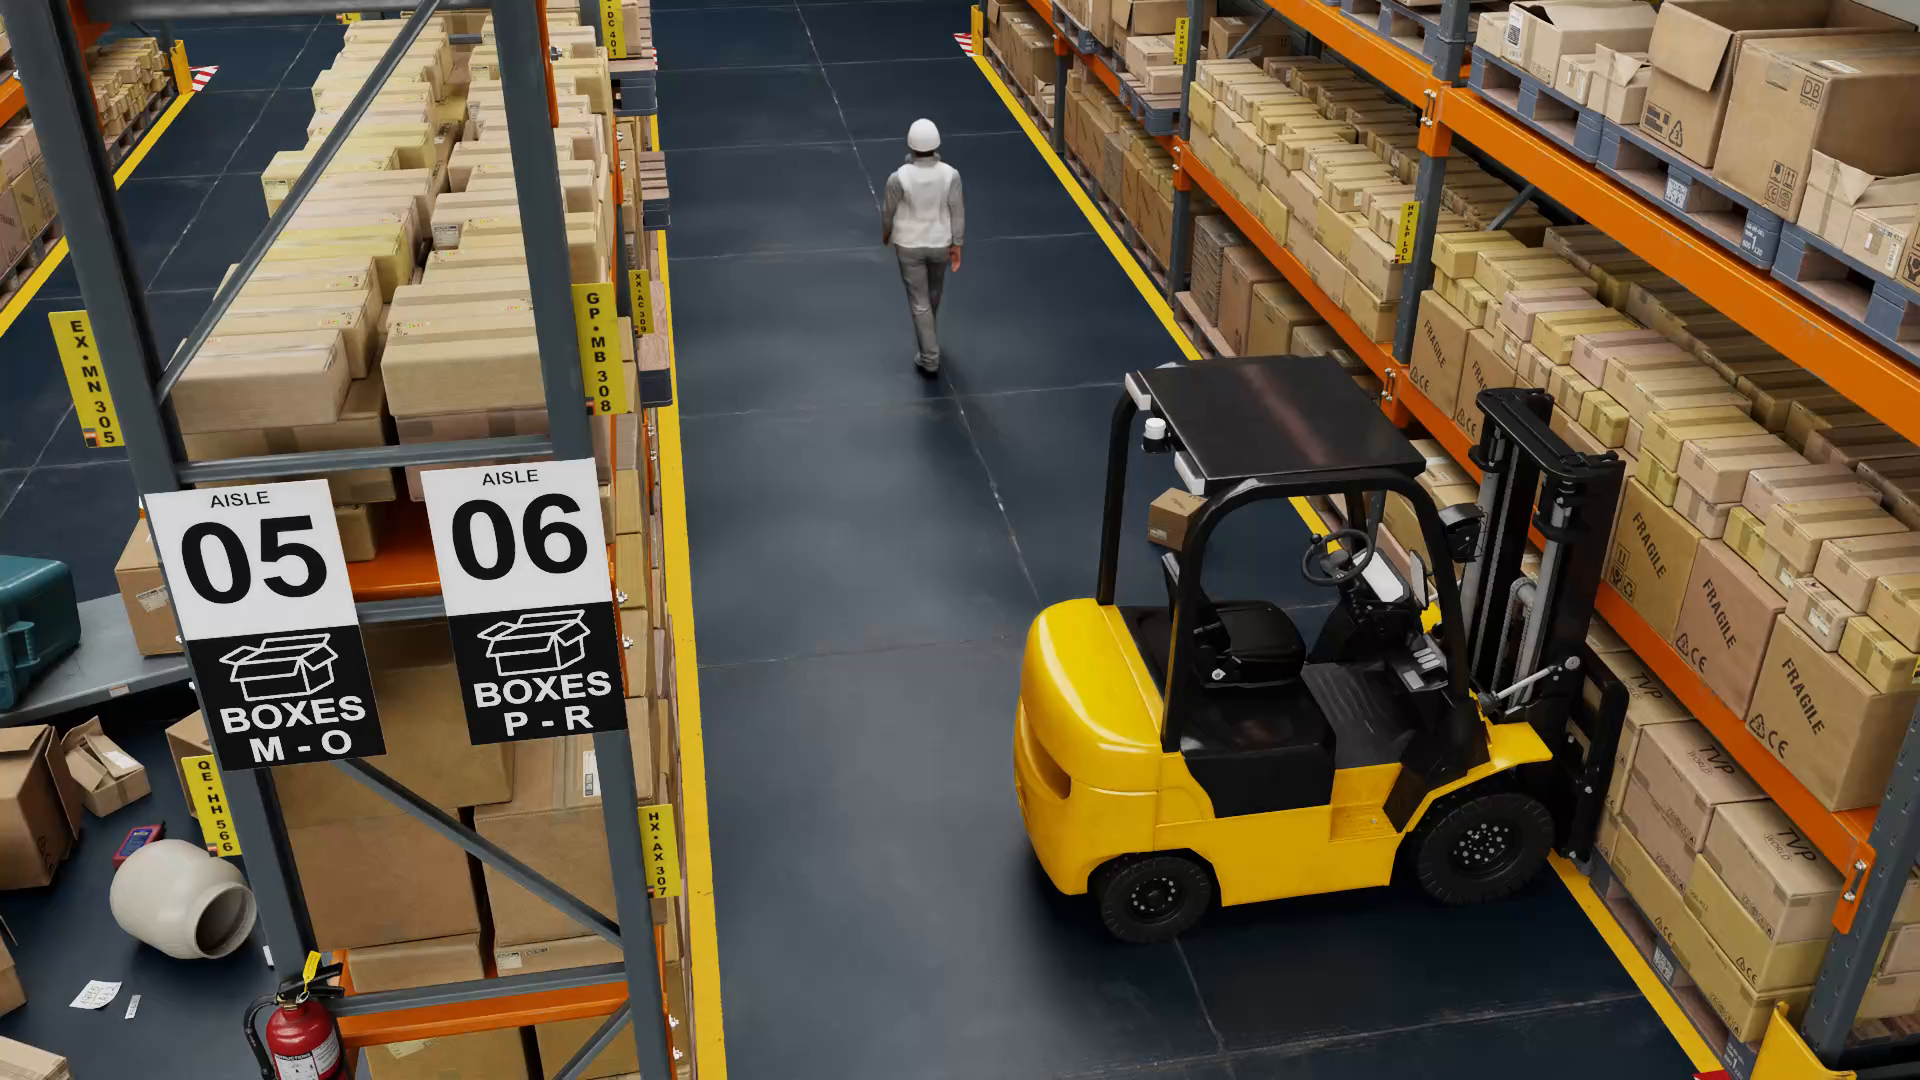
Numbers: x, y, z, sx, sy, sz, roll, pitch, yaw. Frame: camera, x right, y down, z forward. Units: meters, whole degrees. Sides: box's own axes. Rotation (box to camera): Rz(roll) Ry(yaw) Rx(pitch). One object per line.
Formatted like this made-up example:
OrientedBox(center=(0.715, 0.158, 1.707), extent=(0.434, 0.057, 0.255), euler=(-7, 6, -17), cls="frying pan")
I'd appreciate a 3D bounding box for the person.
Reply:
OrientedBox(center=(-0.290, -2.156, 11.743), extent=(0.549, 1.716, 1.018), euler=(-9, 32, -14), cls="person")
